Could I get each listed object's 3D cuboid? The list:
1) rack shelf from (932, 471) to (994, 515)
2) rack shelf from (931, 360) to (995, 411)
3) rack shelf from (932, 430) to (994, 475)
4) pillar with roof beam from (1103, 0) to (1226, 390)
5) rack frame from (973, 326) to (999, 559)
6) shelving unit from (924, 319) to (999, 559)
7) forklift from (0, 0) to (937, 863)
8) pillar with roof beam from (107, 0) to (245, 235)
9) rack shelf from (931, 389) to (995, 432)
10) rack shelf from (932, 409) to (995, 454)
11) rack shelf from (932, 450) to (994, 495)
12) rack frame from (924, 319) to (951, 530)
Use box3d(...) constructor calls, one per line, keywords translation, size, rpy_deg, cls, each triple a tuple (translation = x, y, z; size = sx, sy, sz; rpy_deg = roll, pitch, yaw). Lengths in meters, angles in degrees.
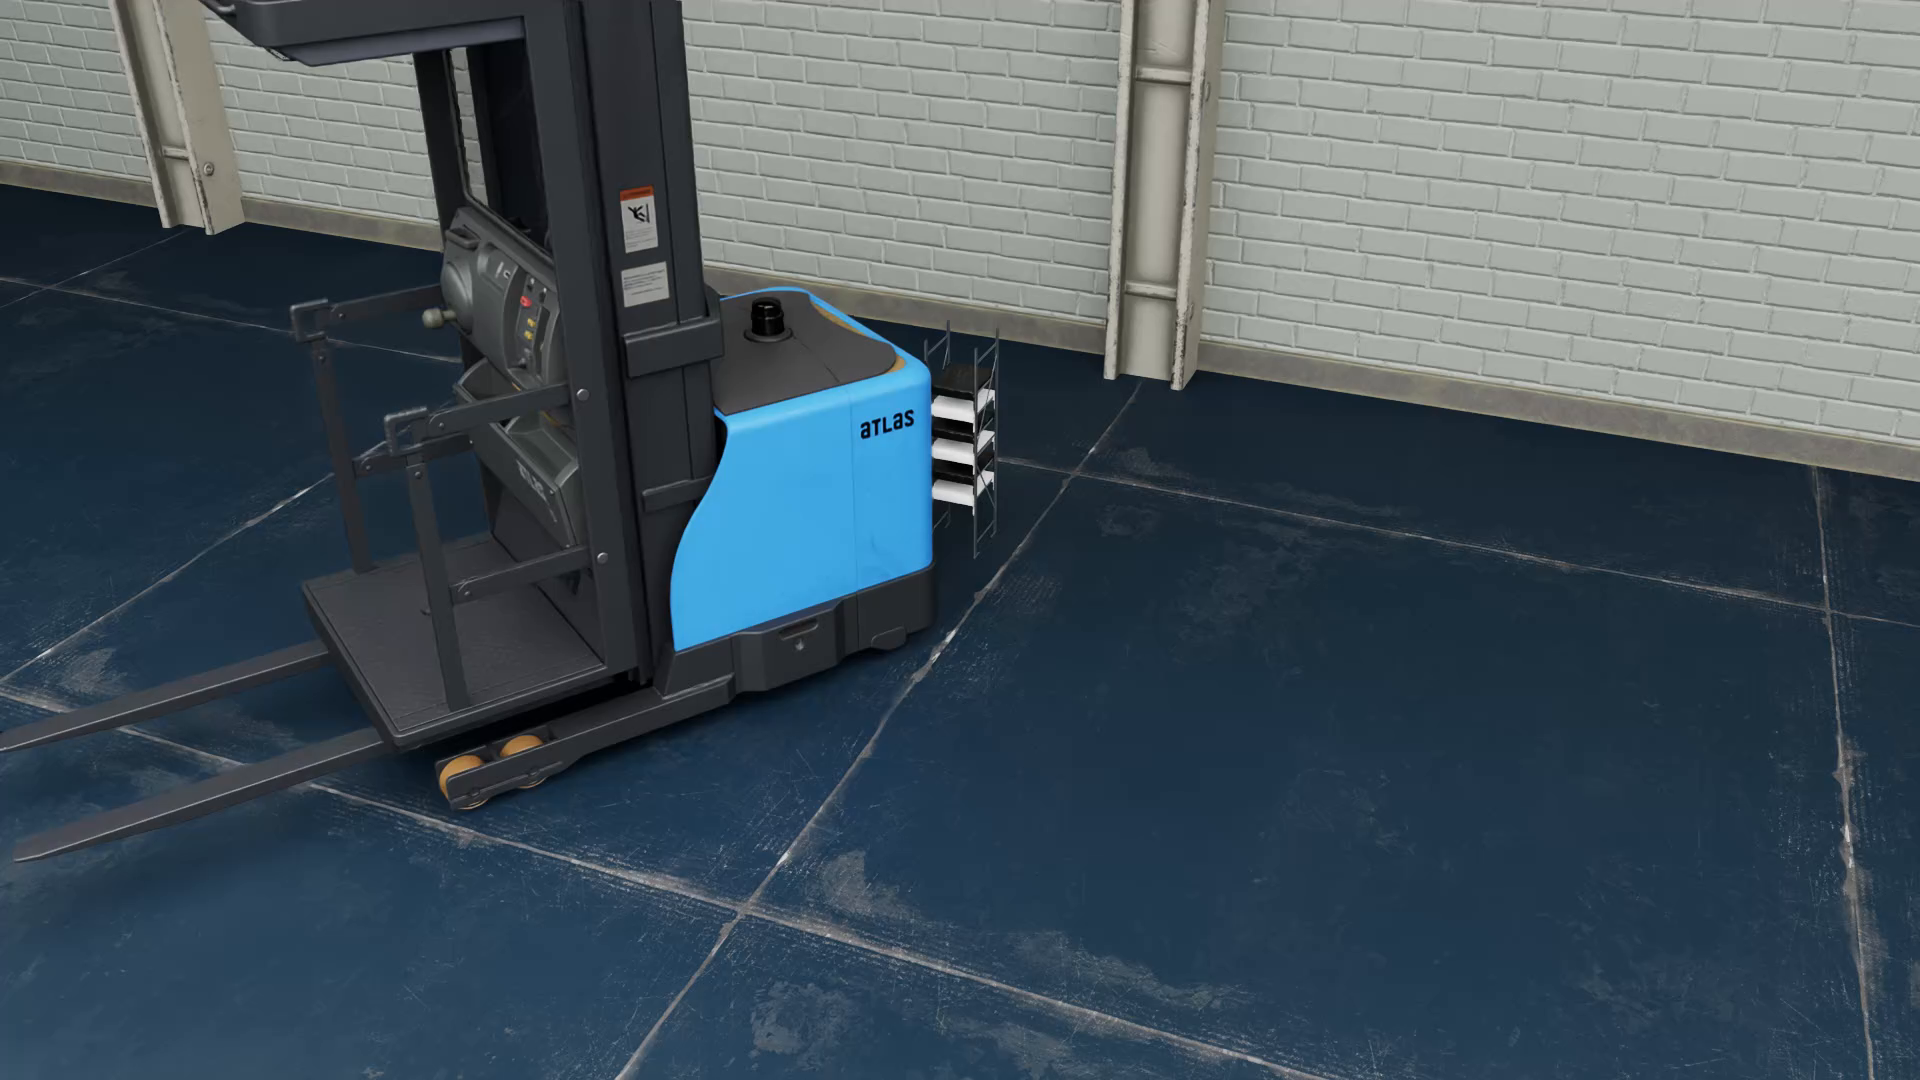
box3d(translation=(0.008, -0.205, 6.631), size=(0.200, 0.077, 0.258), rpy_deg=(11, 31, 19), cls="rack shelf")
box3d(translation=(0.008, -0.596, 6.409), size=(0.200, 0.077, 0.258), rpy_deg=(11, 31, 19), cls="rack shelf")
box3d(translation=(0.008, -0.361, 6.542), size=(0.200, 0.077, 0.258), rpy_deg=(11, 31, 19), cls="rack shelf")
box3d(translation=(-0.675, -2.783, 2.528), size=(0.400, 9.000, 9.100), rpy_deg=(11, 31, 19), cls="pillar with roof beam")
box3d(translation=(0.102, -0.371, 6.493), size=(0.006, 0.900, 0.240), rpy_deg=(11, 31, 19), cls="rack frame")
box3d(translation=(0.008, -0.390, 6.526), size=(0.210, 0.900, 0.258), rpy_deg=(11, 31, 19), cls="shelving unit")
box3d(translation=(-1.594, -0.723, 5.051), size=(3.031, 2.935, 1.130), rpy_deg=(-18, 34, -29), cls="forklift")
box3d(translation=(-6.235, -3.893, 4.492), size=(0.400, 9.000, 9.100), rpy_deg=(11, 31, 19), cls="pillar with roof beam")
box3d(translation=(0.008, -0.518, 6.454), size=(0.200, 0.077, 0.258), rpy_deg=(11, 31, 19), cls="rack shelf")
box3d(translation=(0.008, -0.440, 6.498), size=(0.200, 0.077, 0.258), rpy_deg=(11, 31, 19), cls="rack shelf")
box3d(translation=(0.008, -0.283, 6.587), size=(0.200, 0.077, 0.258), rpy_deg=(11, 31, 19), cls="rack shelf")
box3d(translation=(-0.087, -0.409, 6.559), size=(0.006, 0.900, 0.240), rpy_deg=(11, 31, 19), cls="rack frame")
